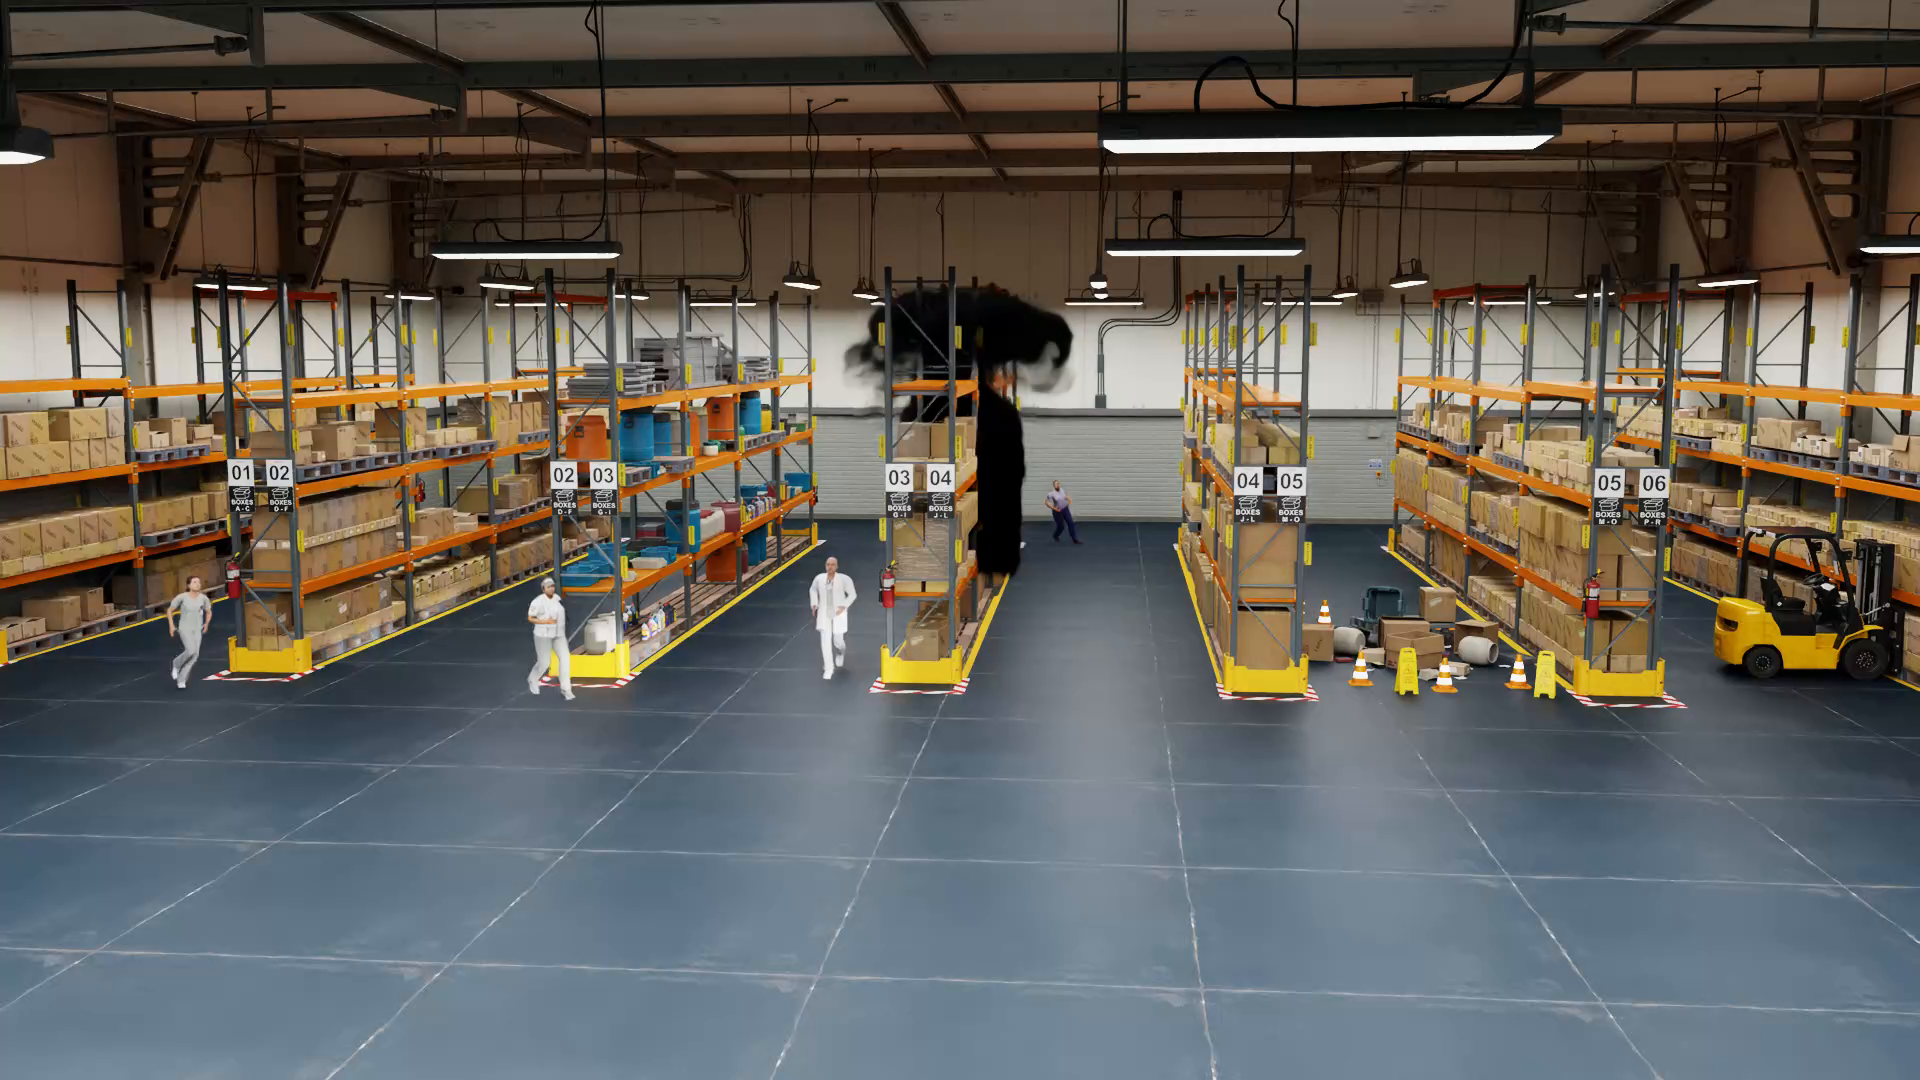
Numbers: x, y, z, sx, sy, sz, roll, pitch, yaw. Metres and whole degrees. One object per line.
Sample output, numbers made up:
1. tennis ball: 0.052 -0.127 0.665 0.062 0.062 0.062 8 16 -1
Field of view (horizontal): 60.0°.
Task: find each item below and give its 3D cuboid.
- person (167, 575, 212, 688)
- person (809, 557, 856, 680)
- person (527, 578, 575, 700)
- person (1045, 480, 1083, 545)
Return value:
1. person: -11.028 1.308 23.925 0.517 1.596 0.597 7 10 43
2. person: -1.901 1.128 24.774 0.728 1.771 0.919 1 7 6
3. person: -5.737 1.374 23.181 0.822 1.690 0.623 6 9 39
4. person: 2.452 -0.669 40.289 0.805 1.534 0.810 -4 8 -29
